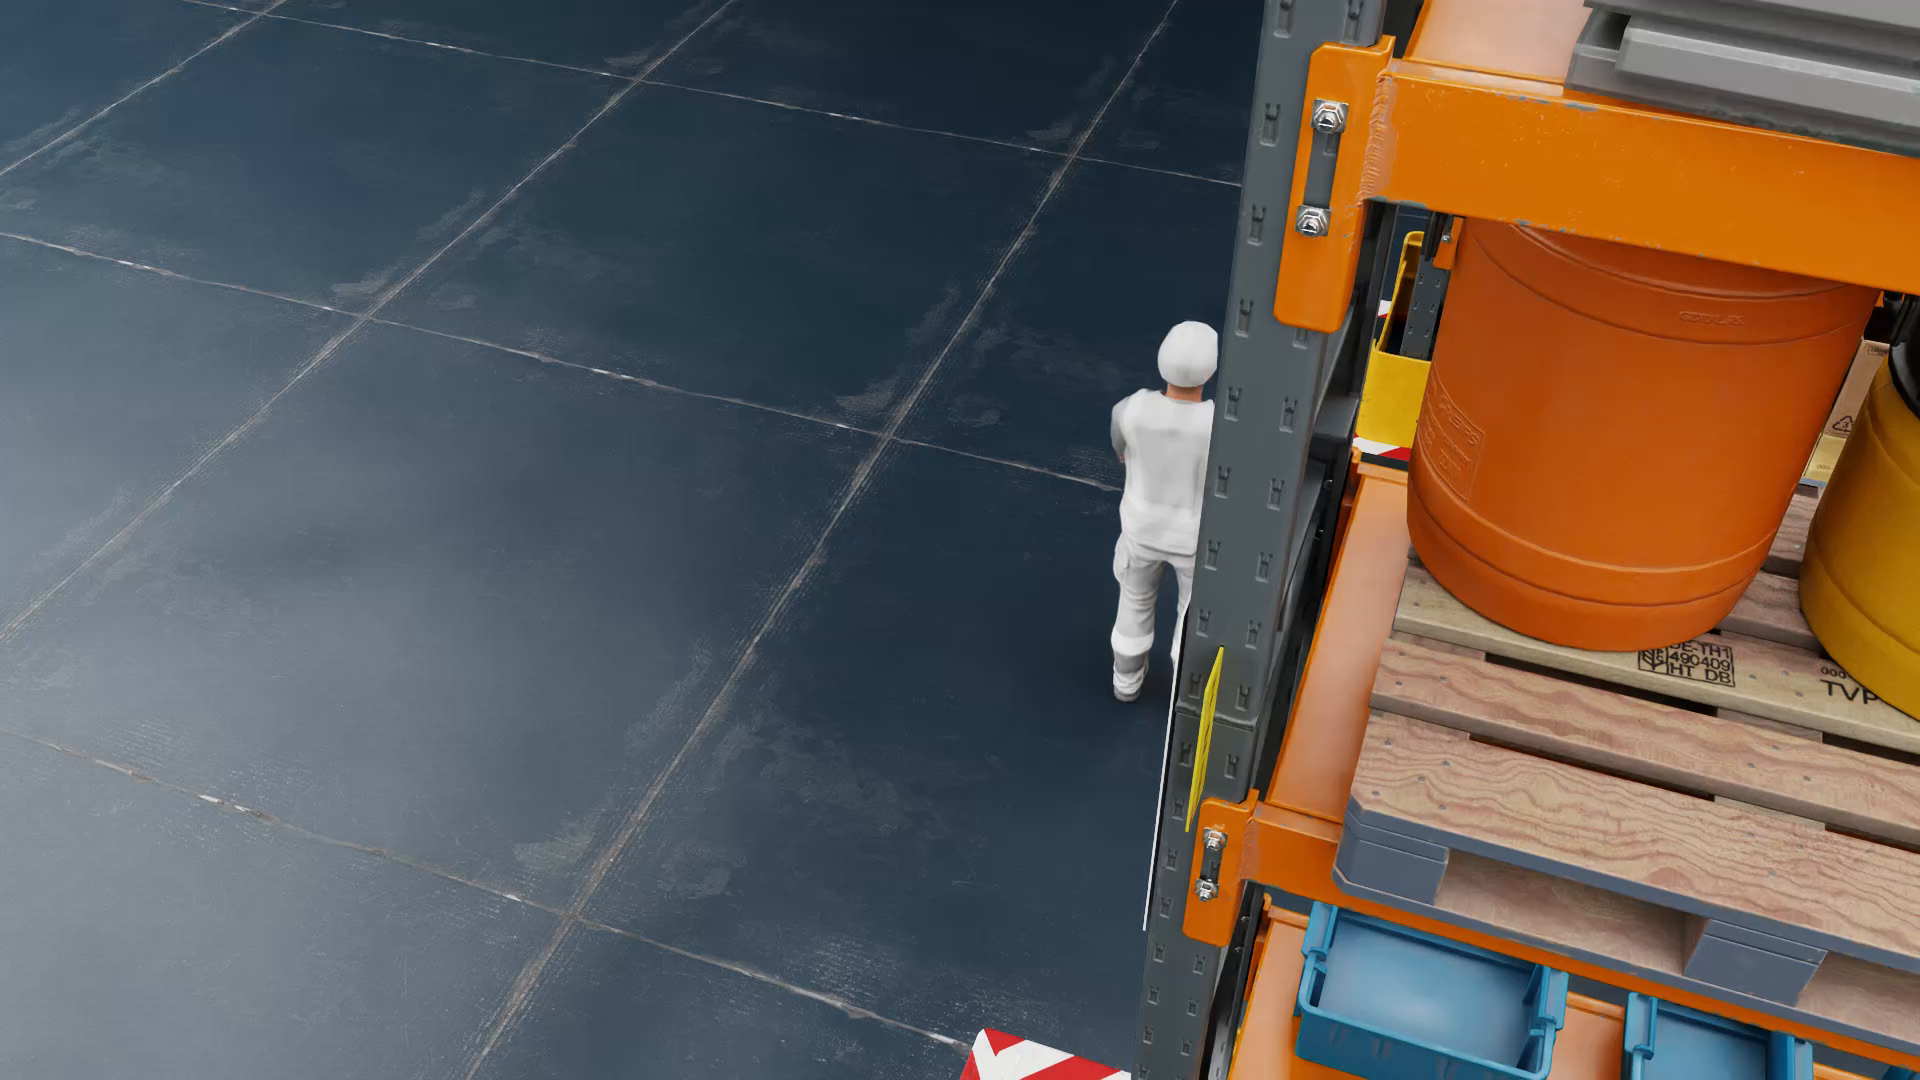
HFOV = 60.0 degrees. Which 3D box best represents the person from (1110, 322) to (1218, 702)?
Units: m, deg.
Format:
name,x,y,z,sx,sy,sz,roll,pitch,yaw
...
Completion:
name,x,y,z,sx,sy,sz,roll,pitch,yaw
person,0.825,-0.112,6.266,0.519,1.793,0.547,13,43,15
